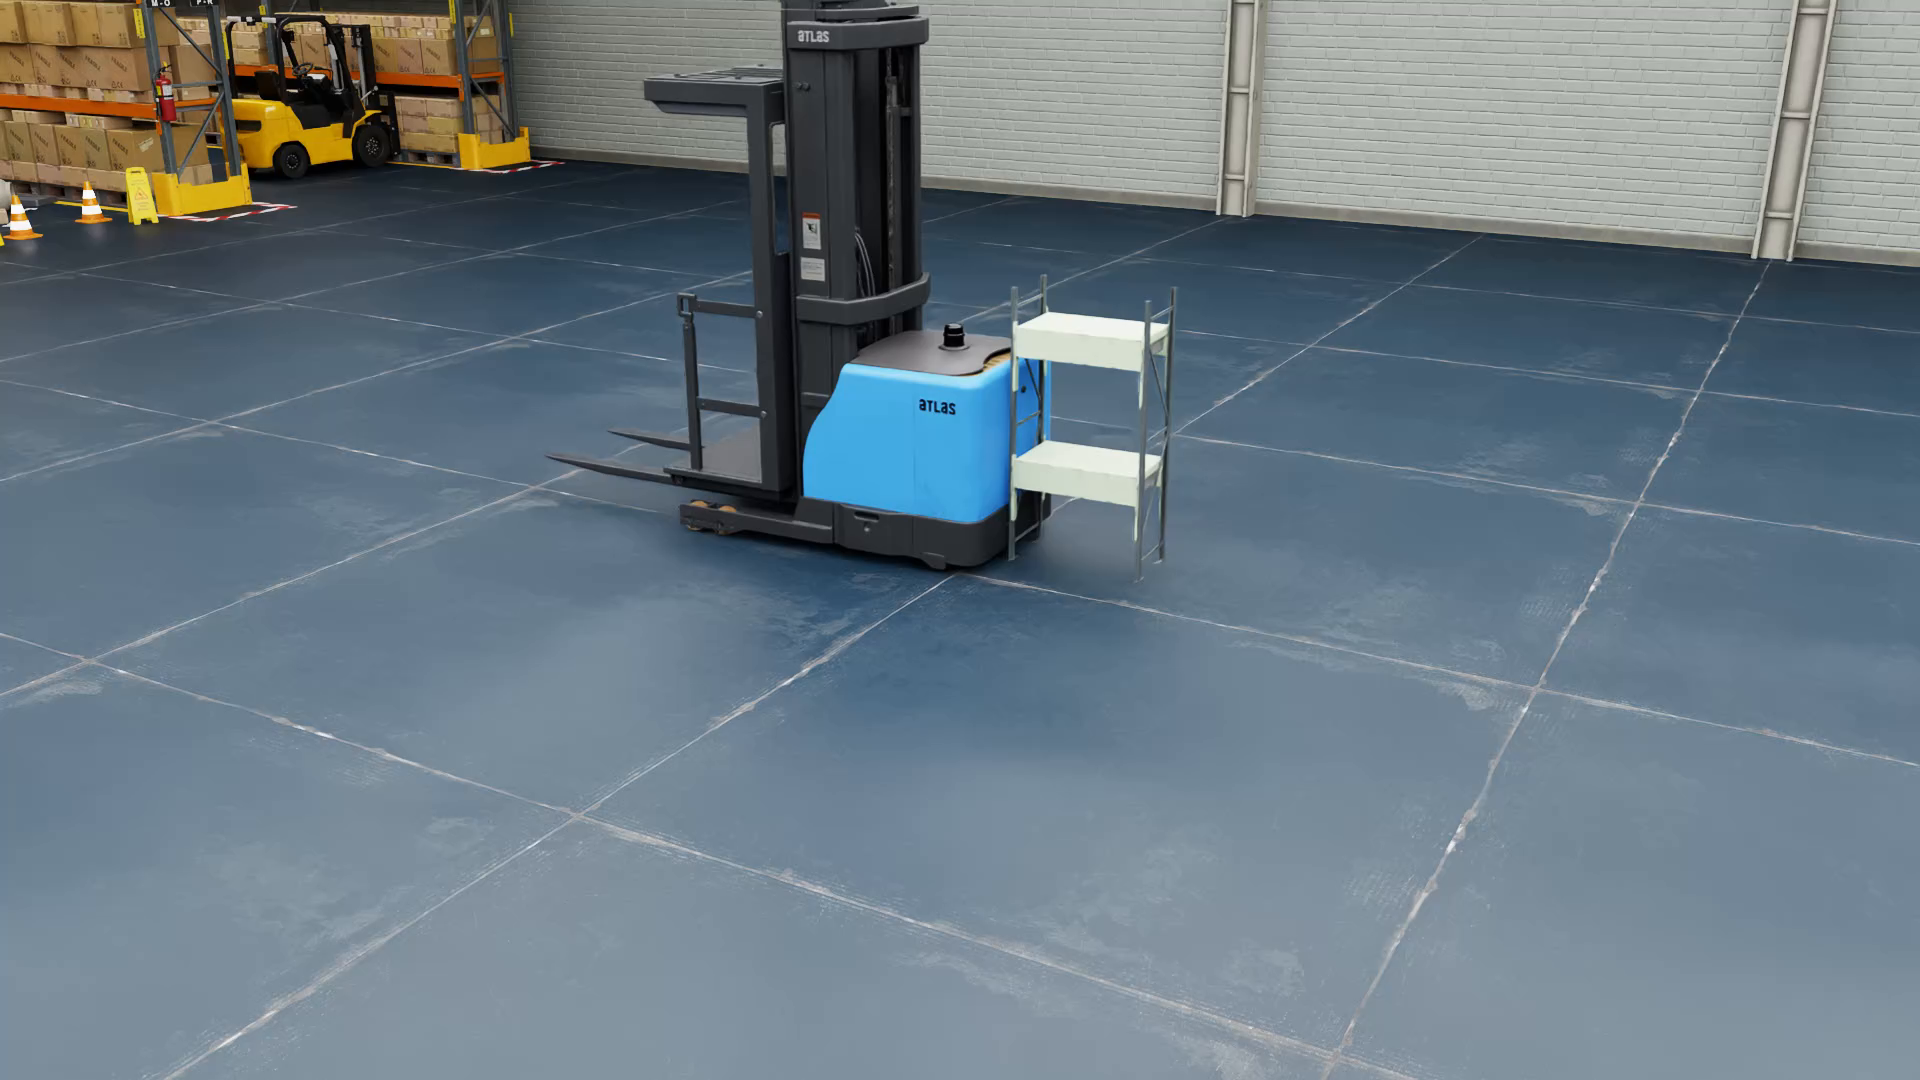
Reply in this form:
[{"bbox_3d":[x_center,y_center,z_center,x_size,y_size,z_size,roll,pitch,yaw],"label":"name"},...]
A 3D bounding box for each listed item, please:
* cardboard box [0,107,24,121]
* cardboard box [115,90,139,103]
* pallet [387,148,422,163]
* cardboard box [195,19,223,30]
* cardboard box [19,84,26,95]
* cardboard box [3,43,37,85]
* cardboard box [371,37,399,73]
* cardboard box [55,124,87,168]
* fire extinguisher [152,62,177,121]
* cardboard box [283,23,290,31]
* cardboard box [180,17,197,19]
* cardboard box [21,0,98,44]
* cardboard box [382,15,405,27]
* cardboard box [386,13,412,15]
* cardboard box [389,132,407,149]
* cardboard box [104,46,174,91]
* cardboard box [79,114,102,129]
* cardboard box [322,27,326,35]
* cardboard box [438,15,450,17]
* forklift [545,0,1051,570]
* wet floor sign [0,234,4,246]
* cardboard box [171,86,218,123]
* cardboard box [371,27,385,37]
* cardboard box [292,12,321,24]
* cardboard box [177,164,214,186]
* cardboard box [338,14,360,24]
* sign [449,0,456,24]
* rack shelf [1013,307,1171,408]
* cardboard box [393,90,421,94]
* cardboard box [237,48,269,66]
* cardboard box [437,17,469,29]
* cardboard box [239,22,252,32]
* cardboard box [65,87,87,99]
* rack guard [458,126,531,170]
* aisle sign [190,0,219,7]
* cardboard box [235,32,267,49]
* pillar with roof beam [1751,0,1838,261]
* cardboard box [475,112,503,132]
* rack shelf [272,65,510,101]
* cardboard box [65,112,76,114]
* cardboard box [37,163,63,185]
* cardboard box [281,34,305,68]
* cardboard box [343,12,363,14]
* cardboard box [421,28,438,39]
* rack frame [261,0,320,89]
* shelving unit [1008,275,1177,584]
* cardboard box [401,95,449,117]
[{"bbox_3d":[-12.380,-5.547,21.622,0.250,0.149,0.380,11,23,28],"label":"cardboard box"},{"bbox_3d":[-10.057,-5.426,20.292,0.250,0.149,0.380,10,22,27],"label":"cardboard box"},{"bbox_3d":[-8.682,-6.022,25.656,1.213,0.211,1.003,11,23,27],"label":"pallet"},{"bbox_3d":[-11.962,-8.226,26.546,0.250,0.149,0.380,11,23,28],"label":"cardboard box"},{"bbox_3d":[-11.785,-5.787,21.289,0.250,0.149,0.380,11,23,27],"label":"cardboard box"},{"bbox_3d":[-11.713,-6.068,21.112,0.500,0.500,0.500,11,22,27],"label":"cardboard box"},{"bbox_3d":[-8.387,-7.239,24.777,0.500,0.500,0.500,10,22,26],"label":"cardboard box"},{"bbox_3d":[-11.072,-5.021,21.125,0.500,0.500,0.500,10,22,26],"label":"cardboard box"},{"bbox_3d":[-9.476,-5.344,19.811,0.183,0.674,0.296,11,23,27],"label":"fire extinguisher"},{"bbox_3d":[-10.275,-7.900,25.648,0.250,0.149,0.380,10,22,26],"label":"cardboard box"},{"bbox_3d":[-12.617,-8.545,27.425,0.250,0.149,0.380,11,22,27],"label":"cardboard box"},{"bbox_3d":[-11.205,-6.478,20.775,0.500,0.500,0.700,11,22,27],"label":"cardboard box"},{"bbox_3d":[-8.284,-7.644,24.505,0.250,0.149,0.380,11,23,29],"label":"cardboard box"},{"bbox_3d":[-8.459,-7.891,25.187,0.250,0.149,0.380,11,23,28],"label":"cardboard box"},{"bbox_3d":[-8.360,-6.075,25.130,0.500,0.250,0.500,11,23,28],"label":"cardboard box"},{"bbox_3d":[-9.959,-5.731,20.183,0.500,0.500,0.500,10,22,26],"label":"cardboard box"},{"bbox_3d":[-10.749,-5.238,20.771,0.250,0.149,0.380,11,23,28],"label":"cardboard box"},{"bbox_3d":[-9.400,-7.716,25.138,0.250,0.149,0.380,11,22,27],"label":"cardboard box"},{"bbox_3d":[-7.572,-7.719,24.712,0.250,0.149,0.380,11,23,28],"label":"cardboard box"},{"bbox_3d":[-1.029,-1.551,9.343,3.031,2.935,1.130,10,22,25],"label":"forklift"},{"bbox_3d":[-10.686,-3.524,18.133,0.232,0.644,0.267,7,21,18],"label":"wet floor sign"},{"bbox_3d":[-12.805,-7.212,27.714,0.625,0.625,0.875,12,23,29],"label":"cardboard box"},{"bbox_3d":[-8.505,-7.547,24.673,0.250,0.149,0.380,11,23,28],"label":"cardboard box"},{"bbox_3d":[-10.011,-8.019,25.538,0.250,0.149,0.380,11,23,28],"label":"cardboard box"},{"bbox_3d":[-9.920,-4.658,21.222,0.500,0.250,0.500,11,22,27],"label":"cardboard box"},{"bbox_3d":[-9.129,-7.840,25.044,0.250,0.149,0.380,11,23,27],"label":"cardboard box"},{"bbox_3d":[-7.210,-7.511,23.627,0.005,0.325,0.100,11,23,27],"label":"sign"},{"bbox_3d":[0.689,-0.959,8.664,0.720,0.370,0.431,10,22,25],"label":"rack shelf"},{"bbox_3d":[-8.574,-6.781,25.611,0.500,0.250,0.500,10,22,26],"label":"cardboard box"},{"bbox_3d":[-10.993,-7.615,26.180,0.500,0.250,0.500,11,23,29],"label":"cardboard box"},{"bbox_3d":[-7.349,-7.503,24.117,0.250,0.149,0.380,11,23,27],"label":"cardboard box"},{"bbox_3d":[-11.066,-8.060,26.088,0.250,0.149,0.380,10,22,27],"label":"cardboard box"},{"bbox_3d":[-10.932,-5.608,20.796,0.250,0.149,0.380,11,22,27],"label":"cardboard box"},{"bbox_3d":[-6.912,-5.835,24.719,0.348,0.500,1.175,11,23,27],"label":"rack guard"},{"bbox_3d":[-9.146,-6.840,20.011,0.004,0.787,0.394,11,23,27],"label":"aisle sign"},{"bbox_3d":[-10.979,-7.850,26.093,0.500,0.250,0.500,10,22,26],"label":"cardboard box"},{"bbox_3d":[6.513,-5.944,12.554,0.400,9.000,9.100,11,23,27],"label":"pillar with roof beam"},{"bbox_3d":[-7.243,-6.294,25.002,0.500,0.250,0.500,11,23,28],"label":"cardboard box"},{"bbox_3d":[-8.679,-7.009,25.343,4.000,0.370,1.077,11,23,27],"label":"rack shelf"},{"bbox_3d":[-15.282,-7.546,28.819,0.500,0.500,0.500,12,23,30],"label":"cardboard box"},{"bbox_3d":[-11.524,-4.755,21.491,0.500,0.250,0.500,10,22,27],"label":"cardboard box"},{"bbox_3d":[-10.165,-7.575,25.703,0.500,0.500,0.500,10,22,26],"label":"cardboard box"},{"bbox_3d":[-9.314,-8.091,25.738,0.250,0.149,0.380,10,22,26],"label":"cardboard box"},{"bbox_3d":[-7.610,-7.374,24.198,0.250,0.149,0.380,11,23,28],"label":"cardboard box"},{"bbox_3d":[-10.425,-7.680,26.138,0.127,3.000,1.000,11,23,27],"label":"rack frame"},{"bbox_3d":[0.689,-0.592,8.797,0.755,1.500,0.431,10,22,25],"label":"shelving unit"},{"bbox_3d":[-7.936,-6.456,24.715,0.500,0.250,0.500,11,23,28],"label":"cardboard box"}]
